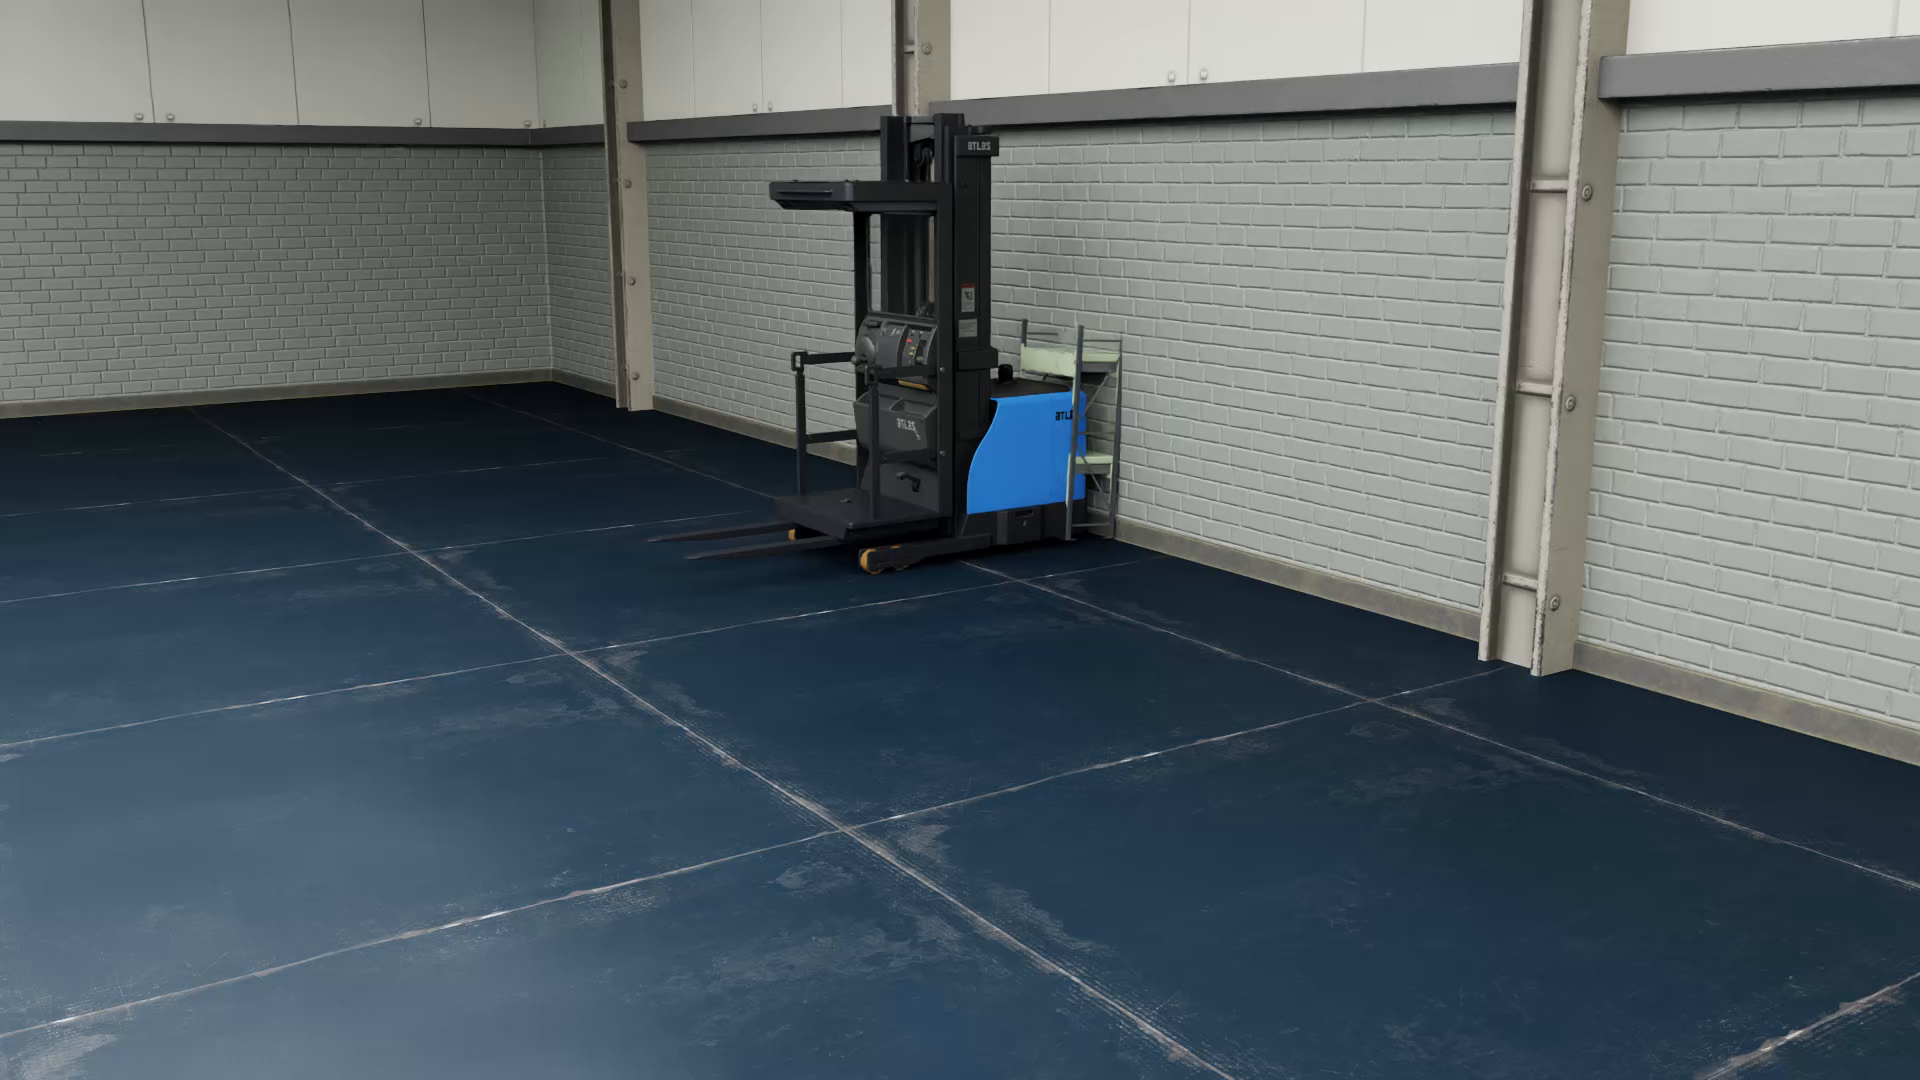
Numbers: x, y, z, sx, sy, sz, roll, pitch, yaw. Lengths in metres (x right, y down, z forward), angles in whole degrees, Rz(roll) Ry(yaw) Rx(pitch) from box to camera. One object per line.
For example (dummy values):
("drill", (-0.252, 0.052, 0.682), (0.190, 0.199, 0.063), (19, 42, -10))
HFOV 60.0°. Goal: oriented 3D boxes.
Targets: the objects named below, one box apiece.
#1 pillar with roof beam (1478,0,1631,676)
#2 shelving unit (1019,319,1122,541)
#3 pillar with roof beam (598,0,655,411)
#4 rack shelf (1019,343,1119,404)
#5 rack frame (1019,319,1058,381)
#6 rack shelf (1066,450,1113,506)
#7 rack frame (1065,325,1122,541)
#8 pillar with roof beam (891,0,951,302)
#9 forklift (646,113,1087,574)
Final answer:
("pillar with roof beam", (-0.565, -3.231, 5.573), (9.100, 9.000, 0.400), (-8, 15, -33))
("shelving unit", (0.771, -0.807, 11.941), (0.431, 1.500, 0.755), (-3, 11, -30))
("pillar with roof beam", (-7.213, -5.365, 15.333), (9.100, 9.000, 0.400), (-8, 15, -33))
("rack shelf", (0.791, -1.191, 11.876), (0.431, 0.370, 0.720), (-3, 11, -30))
("rack frame", (0.590, -0.869, 12.253), (0.400, 1.500, 0.023), (-3, 11, -30))
("rack shelf", (0.755, -0.486, 11.996), (0.431, 0.370, 0.720), (-3, 11, -30))
("rack frame", (0.952, -0.744, 11.629), (0.400, 1.500, 0.023), (-3, 11, -30))
("pillar with roof beam", (-3.889, -4.298, 10.453), (9.100, 9.000, 0.400), (-8, 15, -33))
("forklift", (-0.606, -1.338, 11.119), (3.031, 2.935, 1.130), (-8, 15, -33))
